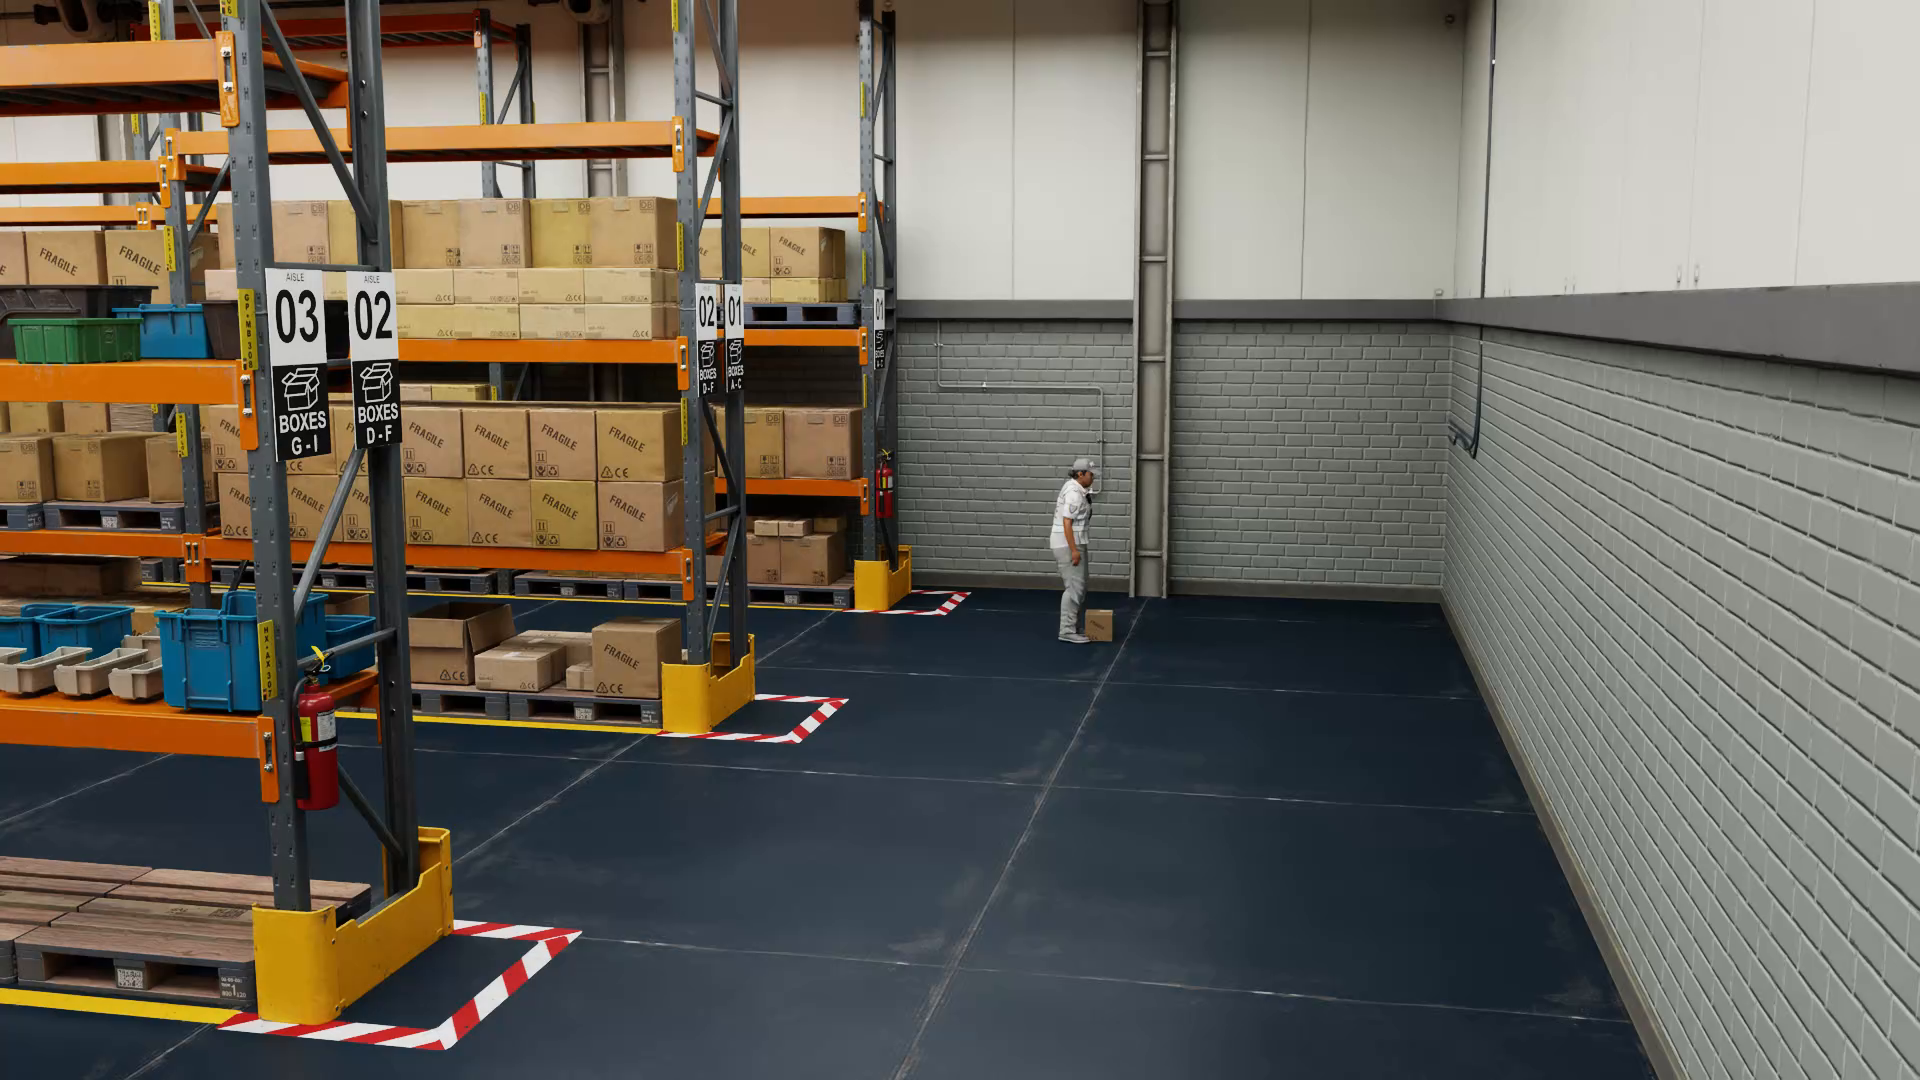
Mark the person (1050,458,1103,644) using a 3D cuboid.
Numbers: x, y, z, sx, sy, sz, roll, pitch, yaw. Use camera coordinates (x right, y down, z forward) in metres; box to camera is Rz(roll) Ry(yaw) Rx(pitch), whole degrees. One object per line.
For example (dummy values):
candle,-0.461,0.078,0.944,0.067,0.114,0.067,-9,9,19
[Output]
person,1.066,0.080,15.233,0.471,1.666,0.543,2,8,11
